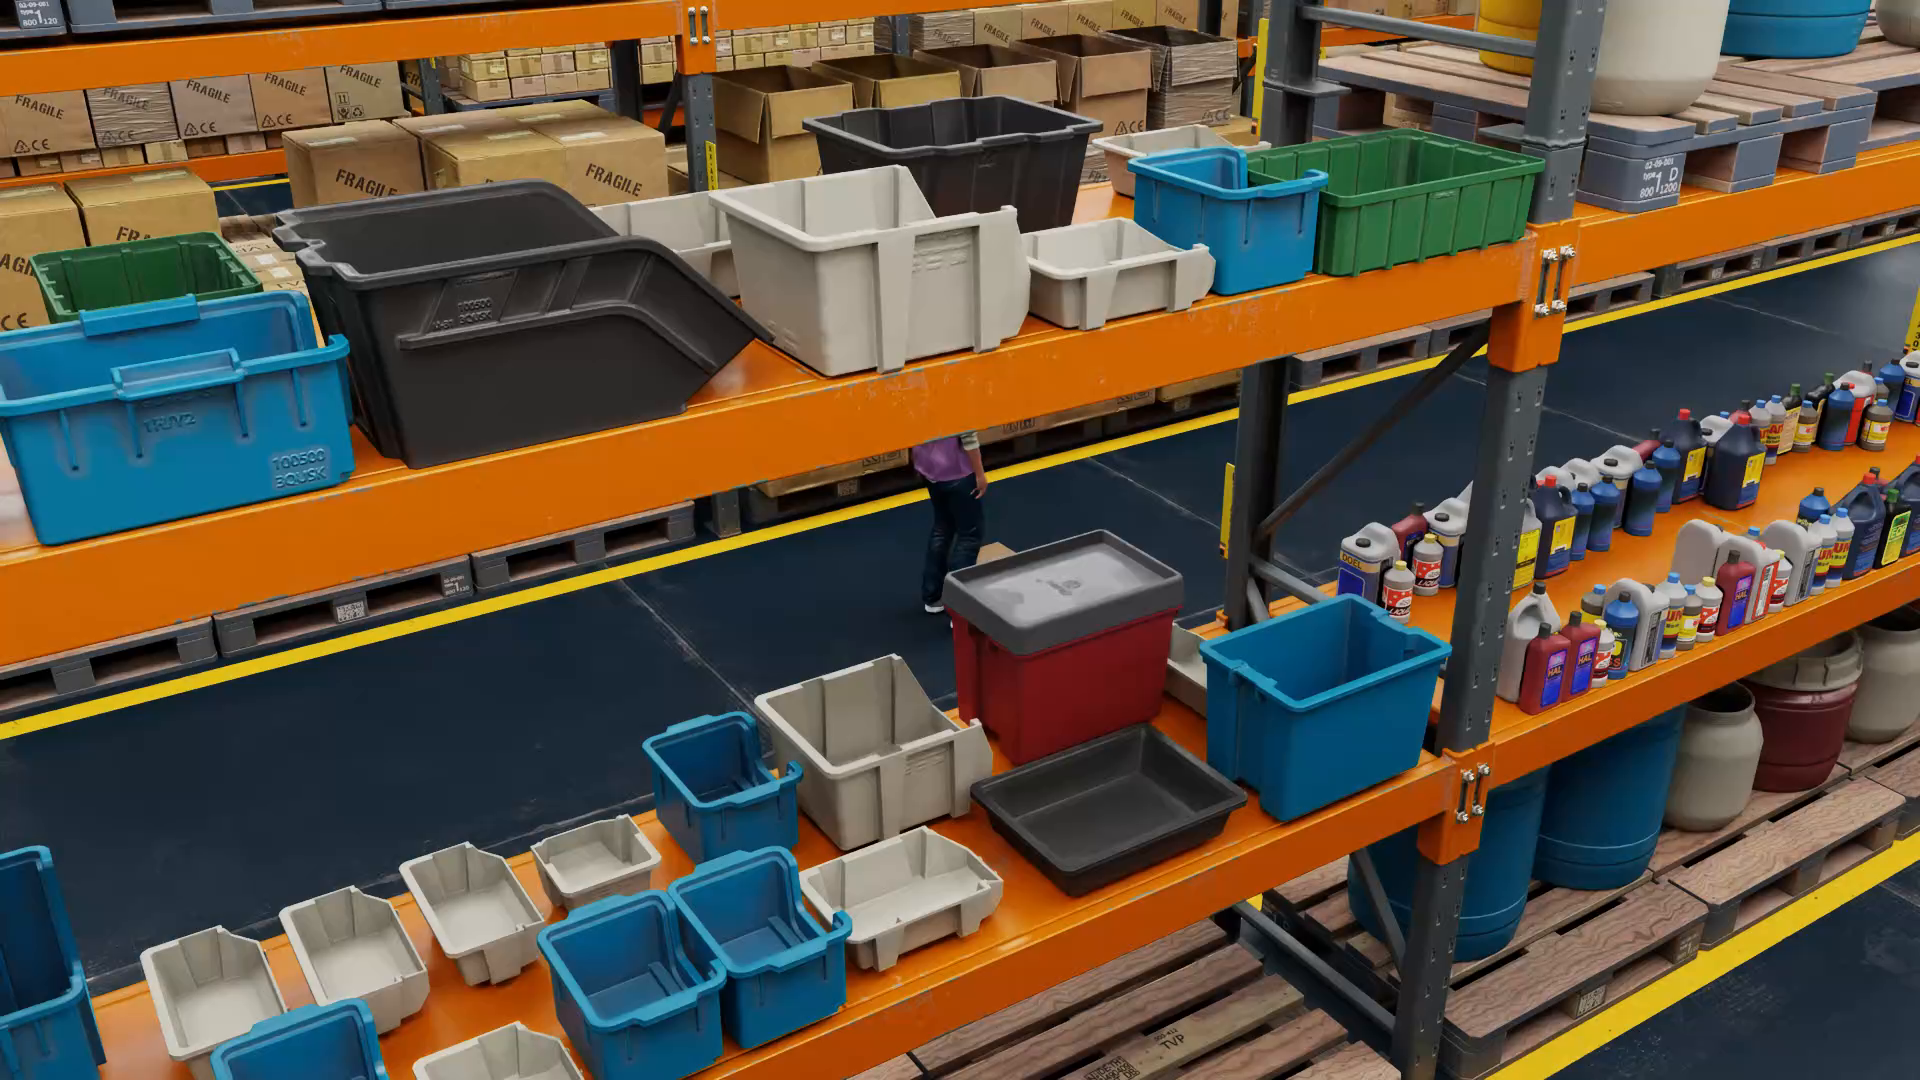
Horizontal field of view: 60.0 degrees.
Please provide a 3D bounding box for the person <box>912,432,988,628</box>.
[{"bbox_3d":[-0.034,-0.349,7.855,0.348,1.593,0.459,-16,30,-29],"label":"person"}]
